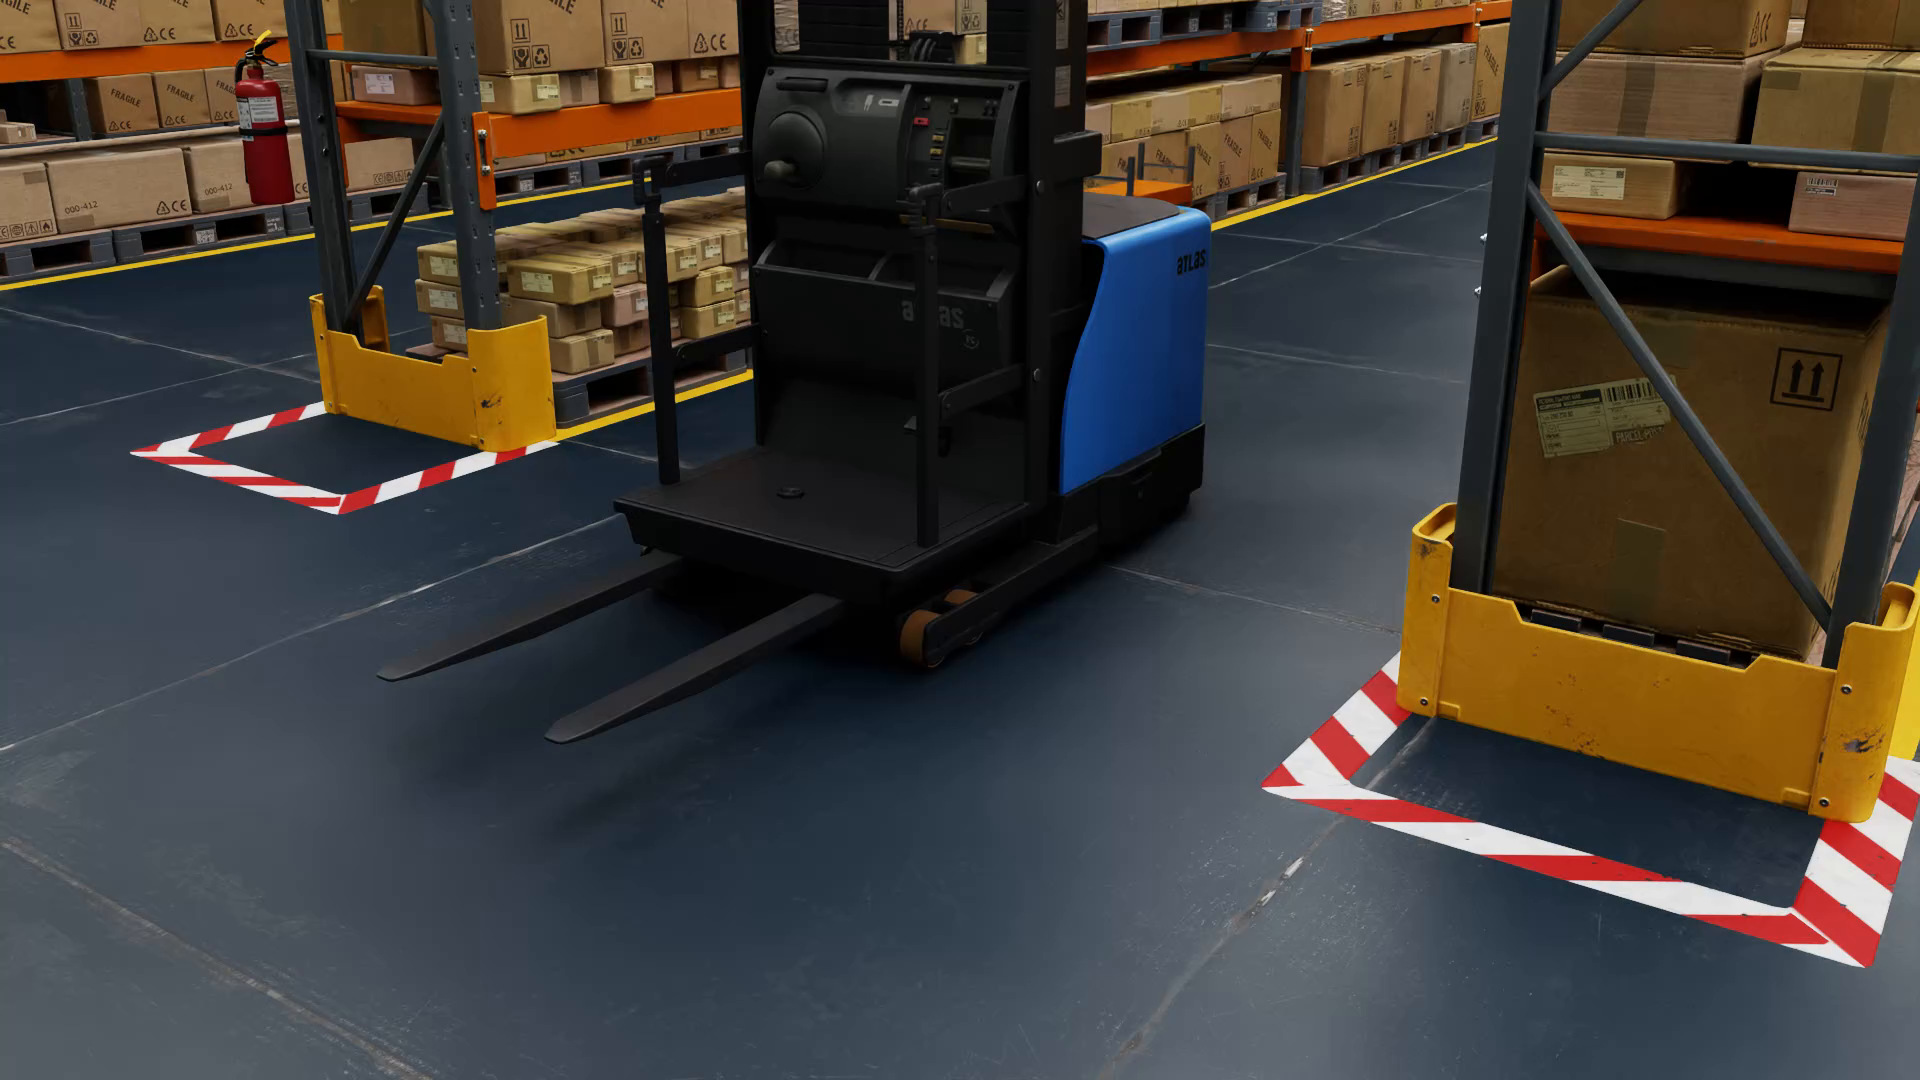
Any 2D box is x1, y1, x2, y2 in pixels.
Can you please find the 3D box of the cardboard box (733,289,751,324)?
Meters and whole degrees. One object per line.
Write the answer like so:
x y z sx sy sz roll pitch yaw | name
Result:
-1.211 -1.147 8.045 0.380 0.149 0.250 13 24 32 | cardboard box

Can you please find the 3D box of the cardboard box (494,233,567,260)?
-2.006 -1.293 7.582 0.380 0.149 0.250 14 24 33 | cardboard box

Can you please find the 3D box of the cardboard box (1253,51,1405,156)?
3.120 -3.737 14.182 1.050 0.750 0.750 14 24 33 | cardboard box

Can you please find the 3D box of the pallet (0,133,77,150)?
-8.679 -3.438 14.755 1.003 0.211 1.213 13 24 32 | pallet

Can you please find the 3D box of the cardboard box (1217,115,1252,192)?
1.766 -2.823 12.072 0.500 0.500 0.500 14 25 34 | cardboard box

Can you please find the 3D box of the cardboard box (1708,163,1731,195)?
1.978 -1.091 4.752 0.380 0.149 0.250 13 24 32 | cardboard box

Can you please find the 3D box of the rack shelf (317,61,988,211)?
-1.158 -2.128 8.231 1.077 0.370 4.000 13 24 32 | rack shelf

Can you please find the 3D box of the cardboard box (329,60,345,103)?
-6.685 -4.659 17.035 0.500 0.500 0.500 15 25 34 | cardboard box

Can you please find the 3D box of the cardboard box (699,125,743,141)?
-2.393 -4.142 15.095 0.875 0.875 0.875 13 24 31 | cardboard box

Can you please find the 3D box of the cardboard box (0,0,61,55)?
-5.665 -3.107 9.697 0.500 0.500 0.500 13 24 31 | cardboard box

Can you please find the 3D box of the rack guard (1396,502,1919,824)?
1.749 0.284 4.276 1.175 0.500 0.348 13 24 32 | rack guard

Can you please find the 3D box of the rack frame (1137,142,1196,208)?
0.796 -0.971 6.659 0.240 1.200 0.015 13 23 32 | rack frame

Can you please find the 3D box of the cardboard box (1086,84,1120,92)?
0.761 -2.978 11.408 0.500 0.250 0.500 12 23 29 | cardboard box

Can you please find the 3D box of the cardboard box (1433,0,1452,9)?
4.107 -5.035 14.908 0.500 0.500 0.500 13 24 31 | cardboard box

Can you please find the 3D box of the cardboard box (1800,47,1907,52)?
2.543 -1.200 4.472 0.500 0.250 0.500 13 24 31 | cardboard box

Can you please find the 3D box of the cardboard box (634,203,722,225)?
-1.422 -1.596 8.401 0.380 0.149 0.250 12 24 30 | cardboard box

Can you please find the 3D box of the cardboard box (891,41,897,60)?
-0.548 -2.481 8.510 0.380 0.149 0.250 12 23 30 | cardboard box

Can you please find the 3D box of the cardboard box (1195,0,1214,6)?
1.442 -3.589 10.901 0.380 0.149 0.250 12 23 29 | cardboard box

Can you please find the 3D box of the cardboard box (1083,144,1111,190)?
0.601 -2.224 10.452 0.500 0.500 0.500 14 25 34 | cardboard box

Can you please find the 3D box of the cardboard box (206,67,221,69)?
-7.329 -4.638 16.044 0.380 0.149 0.250 13 24 32 | cardboard box

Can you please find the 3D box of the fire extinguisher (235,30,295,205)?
-2.806 -1.698 6.681 0.296 0.674 0.183 13 24 32 | fire extinguisher

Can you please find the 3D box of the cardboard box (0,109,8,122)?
-8.859 -3.735 14.809 0.500 0.311 0.500 14 25 34 | cardboard box

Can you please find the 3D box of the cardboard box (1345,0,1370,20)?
2.974 -4.456 13.345 0.500 0.500 0.500 13 24 31 | cardboard box

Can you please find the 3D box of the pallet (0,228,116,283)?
-6.048 -1.765 10.231 1.003 0.211 1.213 13 24 32 | pallet

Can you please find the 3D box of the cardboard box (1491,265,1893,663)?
2.056 -0.295 4.696 0.875 0.875 0.875 13 24 32 | cardboard box

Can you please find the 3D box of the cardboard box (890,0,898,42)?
-0.646 -2.740 8.277 0.500 0.500 0.500 13 24 32 | cardboard box

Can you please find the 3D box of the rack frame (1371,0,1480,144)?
4.463 -5.335 15.863 1.000 3.000 0.127 13 24 32 | rack frame

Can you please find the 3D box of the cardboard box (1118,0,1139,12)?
0.863 -3.293 10.101 0.380 0.149 0.250 13 24 32 | cardboard box

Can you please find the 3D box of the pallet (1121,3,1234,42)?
1.136 -3.521 11.236 1.003 0.211 1.213 13 24 32 | pallet

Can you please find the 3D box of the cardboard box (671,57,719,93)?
-1.320 -2.125 7.547 0.380 0.149 0.250 13 24 31 | cardboard box

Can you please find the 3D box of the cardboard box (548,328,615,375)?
-1.723 -0.839 7.214 0.380 0.149 0.250 14 24 33 | cardboard box

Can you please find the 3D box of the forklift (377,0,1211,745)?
-0.352 -1.195 4.770 1.130 2.935 3.031 13 24 32 | forklift

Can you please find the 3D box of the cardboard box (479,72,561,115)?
-1.829 -1.803 6.677 0.380 0.149 0.250 13 24 31 | cardboard box

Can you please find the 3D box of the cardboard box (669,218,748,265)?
-1.169 -1.429 7.952 0.380 0.149 0.250 14 25 34 | cardboard box

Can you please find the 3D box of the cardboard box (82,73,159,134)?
-7.834 -4.062 15.420 0.500 0.500 0.500 15 25 34 | cardboard box

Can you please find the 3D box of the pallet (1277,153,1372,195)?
2.720 -3.091 13.816 1.003 0.211 1.213 13 24 32 | pallet

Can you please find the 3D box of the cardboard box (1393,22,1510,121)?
4.875 -4.702 16.610 0.875 0.875 0.875 14 24 33 | cardboard box

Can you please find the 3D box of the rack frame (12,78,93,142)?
-8.292 -4.942 14.803 1.000 3.000 0.127 13 24 32 | rack frame

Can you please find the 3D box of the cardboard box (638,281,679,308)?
-1.511 -1.146 7.615 0.380 0.149 0.250 14 24 33 | cardboard box

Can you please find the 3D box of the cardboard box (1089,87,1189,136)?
1.188 -2.875 11.130 0.500 0.250 0.500 14 25 34 | cardboard box

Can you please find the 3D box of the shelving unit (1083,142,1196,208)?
0.659 -0.906 6.467 0.258 1.200 0.503 13 23 32 | shelving unit

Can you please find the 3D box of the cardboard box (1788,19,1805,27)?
2.677 -1.597 5.546 0.500 0.250 0.500 13 24 32 | cardboard box

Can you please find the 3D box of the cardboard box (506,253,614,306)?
-1.707 -1.114 7.101 0.380 0.149 0.250 12 23 29 | cardboard box

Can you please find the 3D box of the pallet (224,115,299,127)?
-7.181 -4.227 16.888 1.003 0.211 1.213 13 24 32 | pallet

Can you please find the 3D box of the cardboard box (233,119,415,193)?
-4.626 -2.812 12.130 0.875 0.438 0.875 13 24 31 | cardboard box

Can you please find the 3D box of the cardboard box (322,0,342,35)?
-4.519 -3.691 11.275 0.500 0.500 0.500 13 24 31 | cardboard box

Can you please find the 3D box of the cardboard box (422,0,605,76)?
-1.802 -2.153 6.688 0.500 0.500 0.500 15 25 34 | cardboard box
